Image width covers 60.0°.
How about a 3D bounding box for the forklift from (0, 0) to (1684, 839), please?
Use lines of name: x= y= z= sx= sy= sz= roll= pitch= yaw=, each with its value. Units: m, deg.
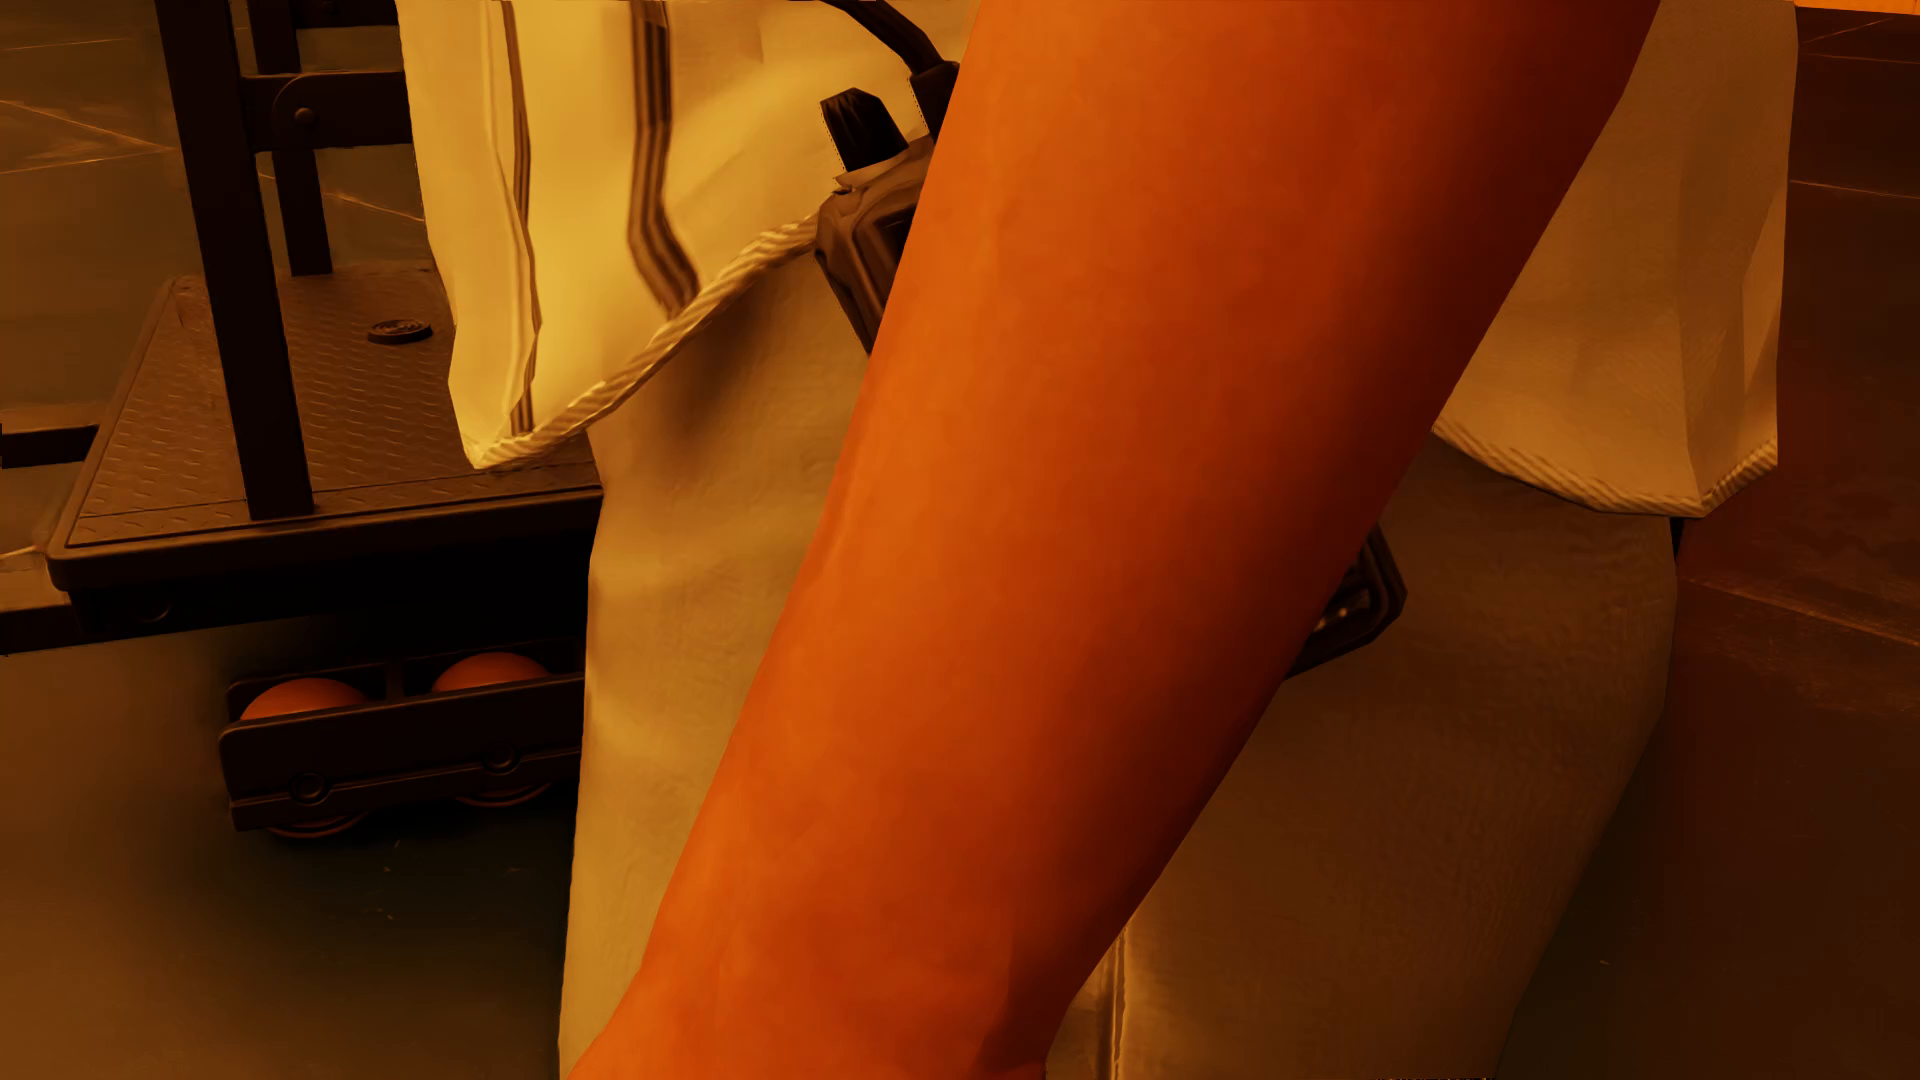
forklift: x=-0.580 y=-1.262 z=1.728 sx=3.031 sy=2.935 sz=1.130 roll=-7 pitch=25 yaw=-16
